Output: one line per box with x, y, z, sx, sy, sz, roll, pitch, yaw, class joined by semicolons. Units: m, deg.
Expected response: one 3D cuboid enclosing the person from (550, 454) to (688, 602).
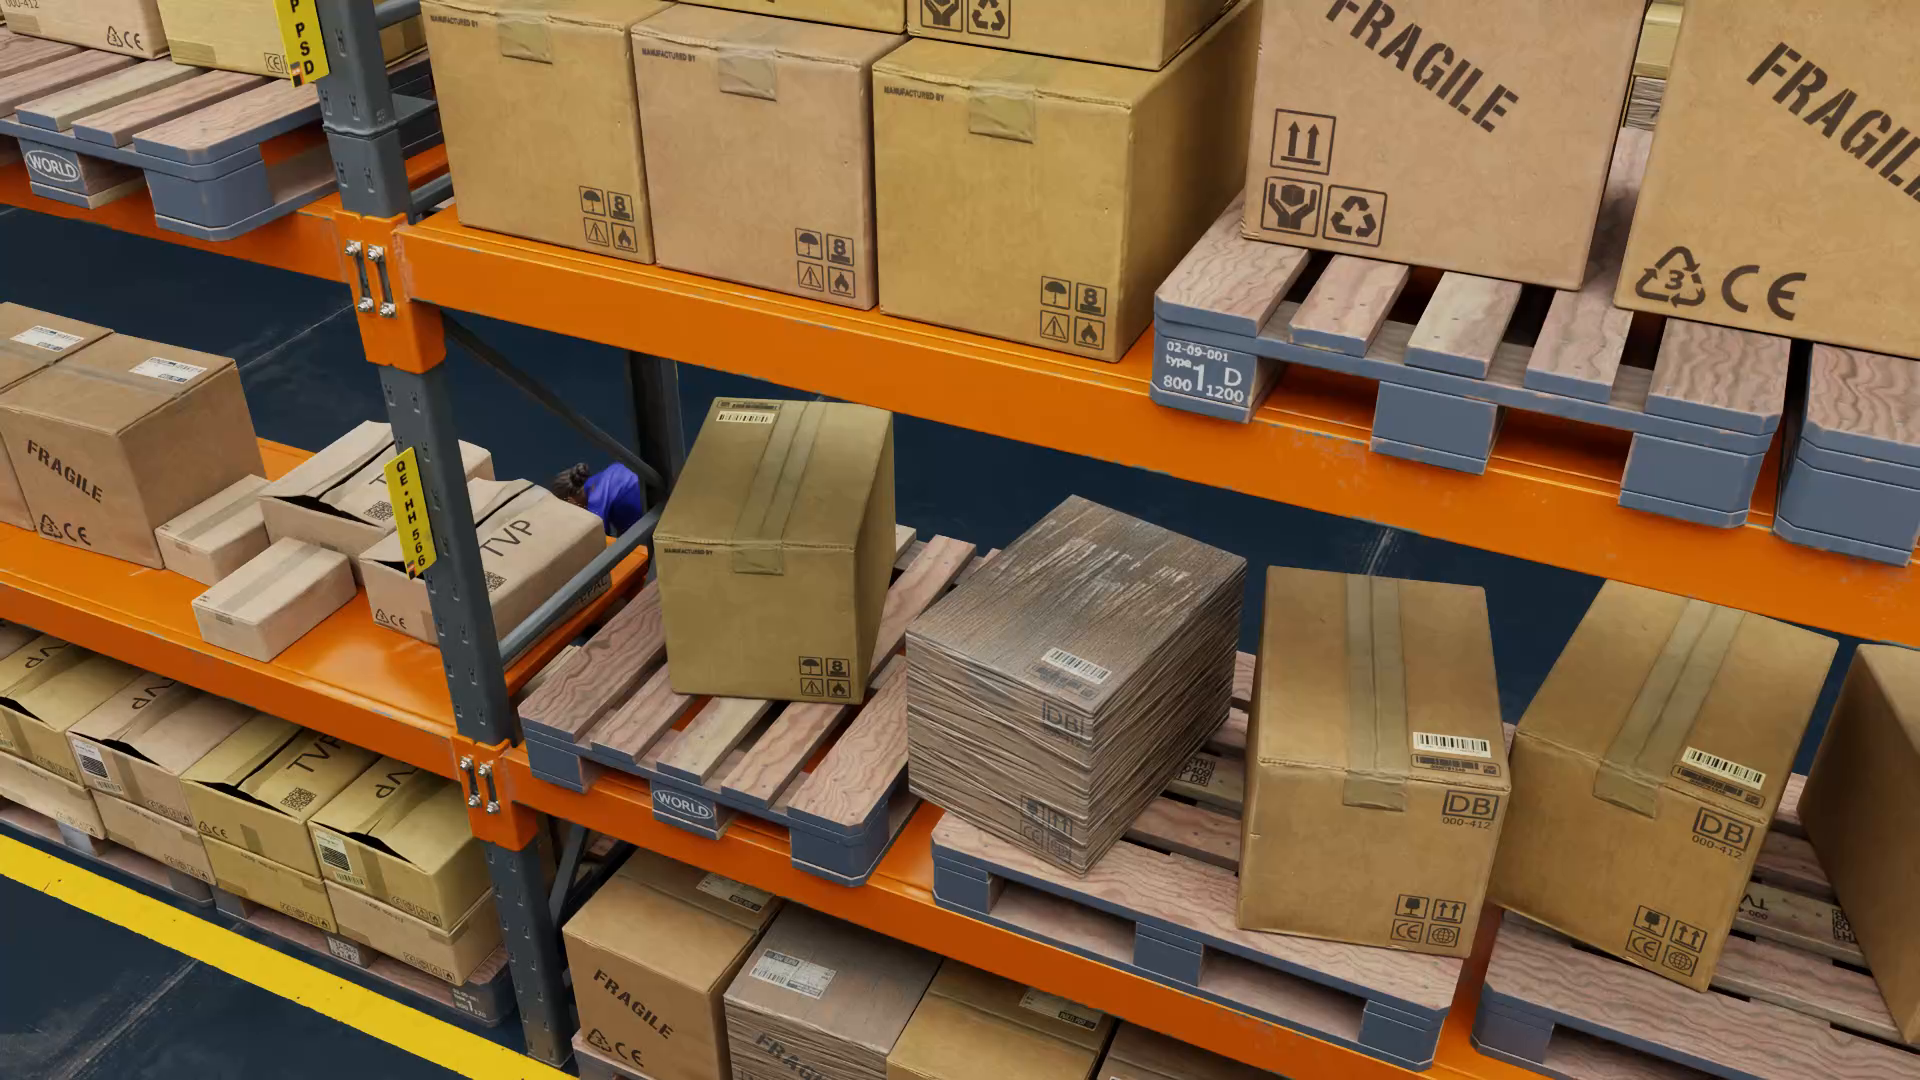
-1.273;0.036;6.806;0.866;0.864;0.465;12;36;18;person
